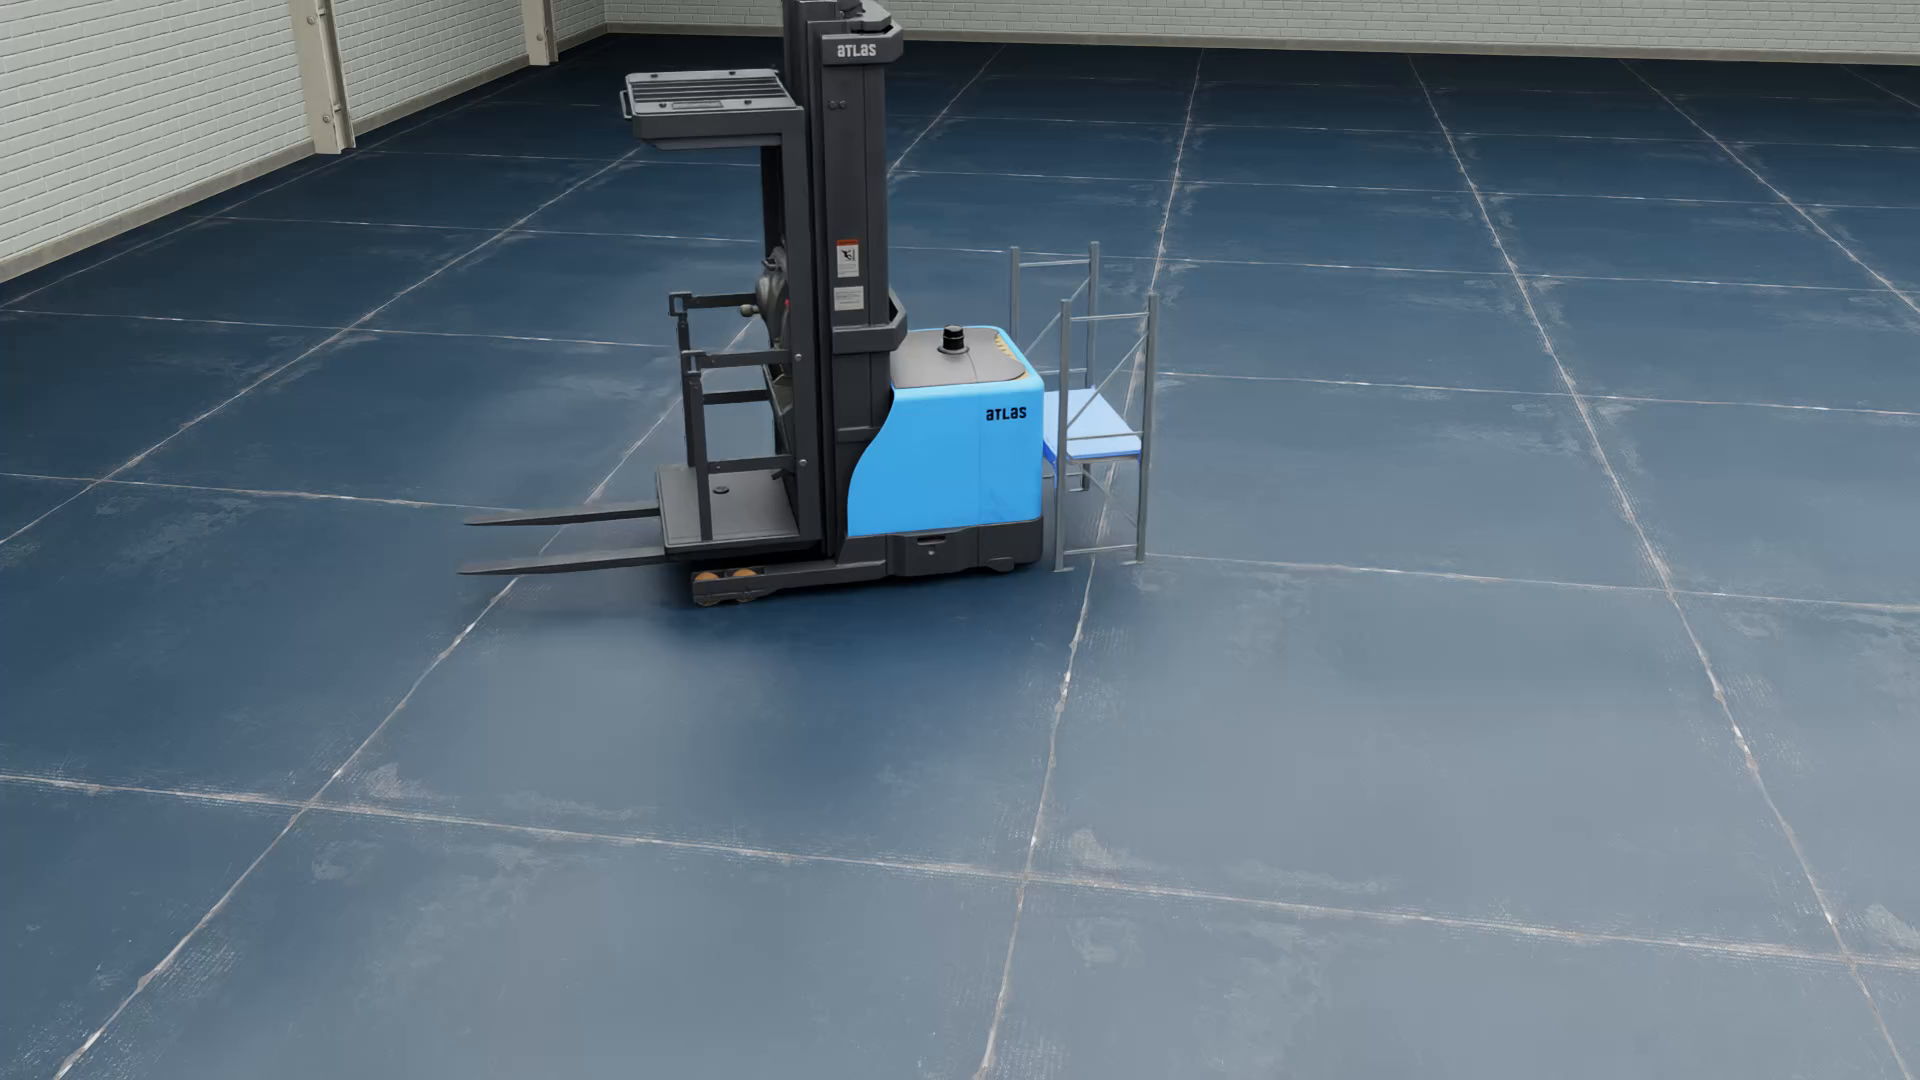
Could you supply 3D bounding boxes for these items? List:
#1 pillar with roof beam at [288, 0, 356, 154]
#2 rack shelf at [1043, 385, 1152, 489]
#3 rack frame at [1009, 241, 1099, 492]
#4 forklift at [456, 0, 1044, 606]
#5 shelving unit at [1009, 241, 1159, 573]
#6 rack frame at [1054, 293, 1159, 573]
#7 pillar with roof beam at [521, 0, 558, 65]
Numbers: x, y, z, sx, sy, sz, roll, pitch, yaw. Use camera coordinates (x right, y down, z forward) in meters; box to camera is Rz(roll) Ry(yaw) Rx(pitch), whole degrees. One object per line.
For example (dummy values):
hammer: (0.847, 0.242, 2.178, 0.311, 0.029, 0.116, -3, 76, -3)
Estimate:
pillar with roof beam: (-2.728, -8.129, 16.003, 9.100, 9.000, 0.400, 4, 25, 9)
rack shelf: (0.638, -0.582, 9.148, 0.538, 0.185, 1.000, -5, 26, -12)
rack frame: (0.525, -0.955, 9.520, 0.500, 1.500, 0.032, -5, 26, -12)
forklift: (-1.126, -1.235, 8.430, 3.031, 2.935, 1.130, -5, 26, -11)
shelving unit: (0.638, -0.745, 9.071, 0.538, 1.500, 1.048, -5, 26, -12)
rack frame: (0.750, -0.534, 8.622, 0.500, 1.500, 0.032, -5, 26, -12)
pillar with roof beam: (-1.747, -10.639, 21.364, 9.100, 9.000, 0.400, 4, 25, 9)
